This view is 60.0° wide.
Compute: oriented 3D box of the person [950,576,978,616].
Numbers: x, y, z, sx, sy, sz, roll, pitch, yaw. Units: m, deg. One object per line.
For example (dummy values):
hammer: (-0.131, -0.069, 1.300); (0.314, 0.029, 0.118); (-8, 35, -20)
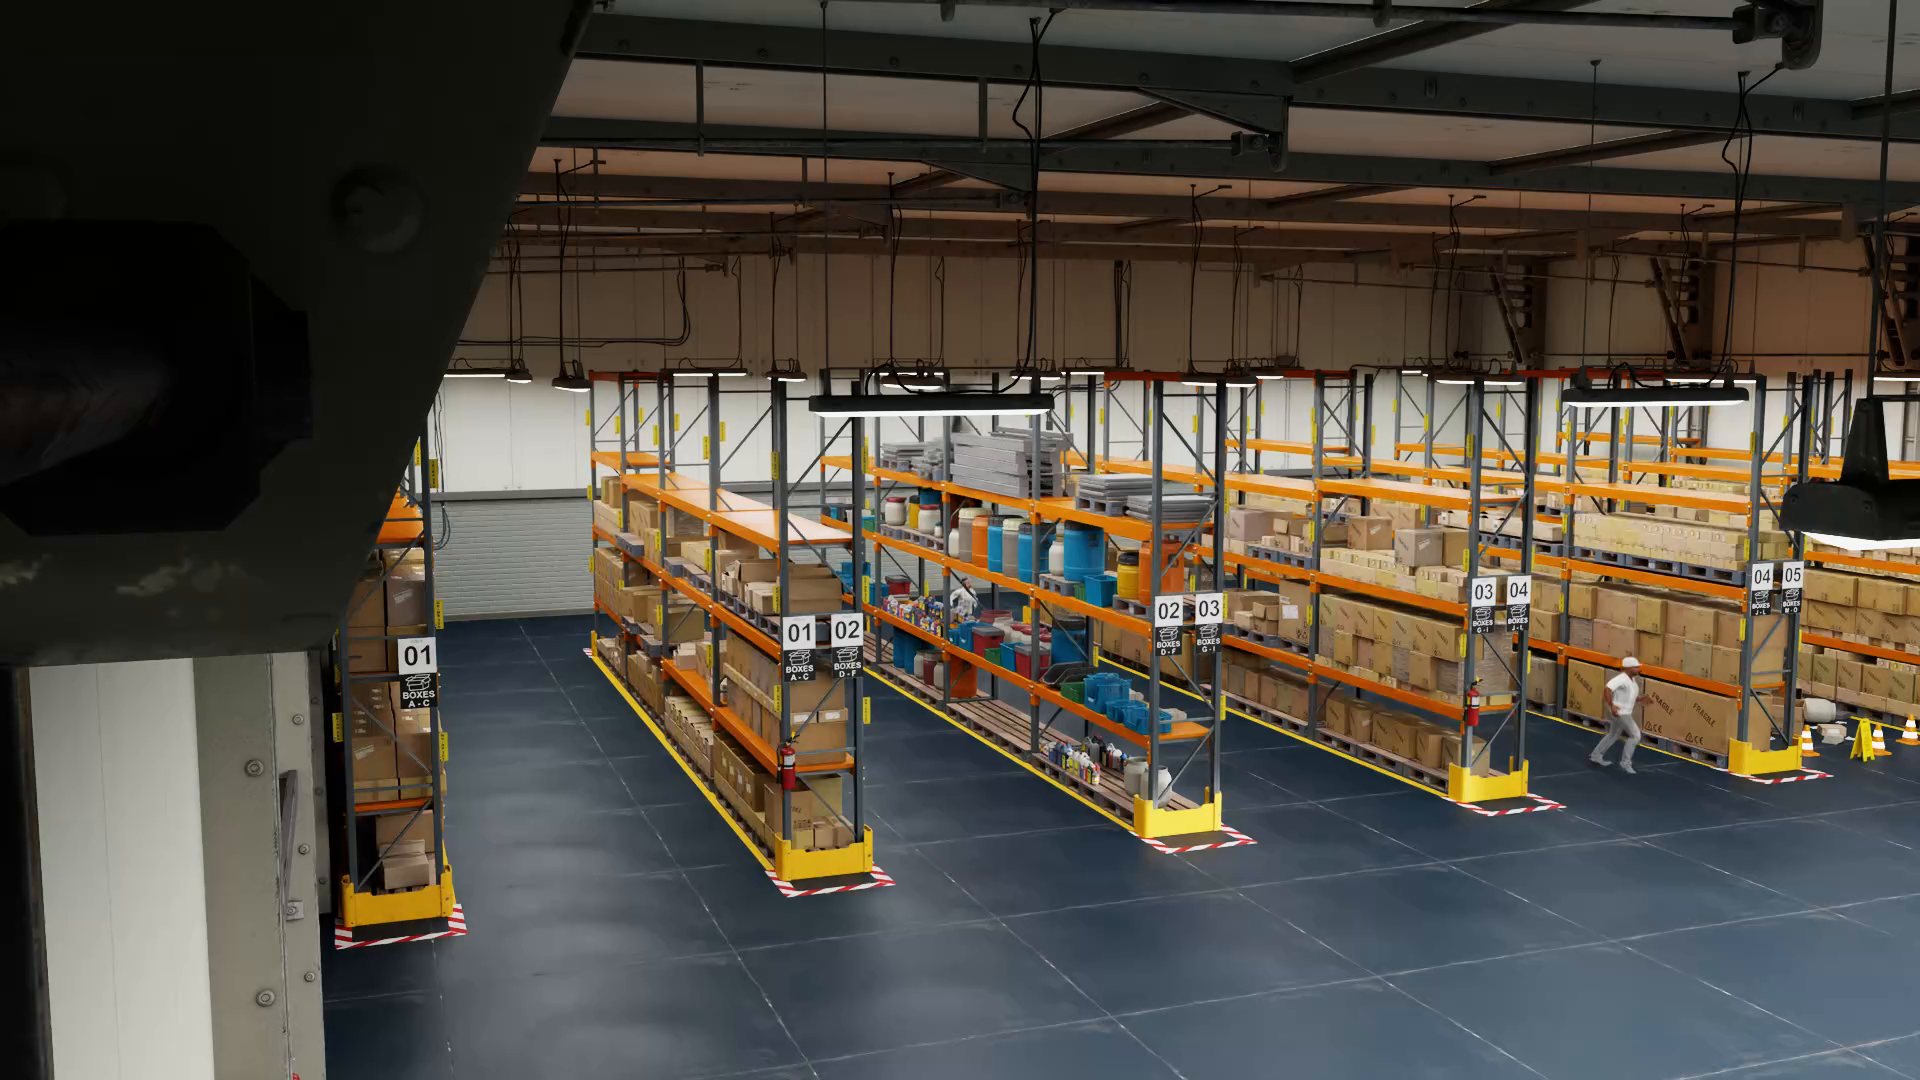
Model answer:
person: (0.121, 1.570, 35.280); (0.605, 1.630, 0.629); (-4, 8, -33)

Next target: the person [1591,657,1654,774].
person: (10.062, 2.666, 25.276); (0.864, 1.813, 0.627); (3, 7, 27)
